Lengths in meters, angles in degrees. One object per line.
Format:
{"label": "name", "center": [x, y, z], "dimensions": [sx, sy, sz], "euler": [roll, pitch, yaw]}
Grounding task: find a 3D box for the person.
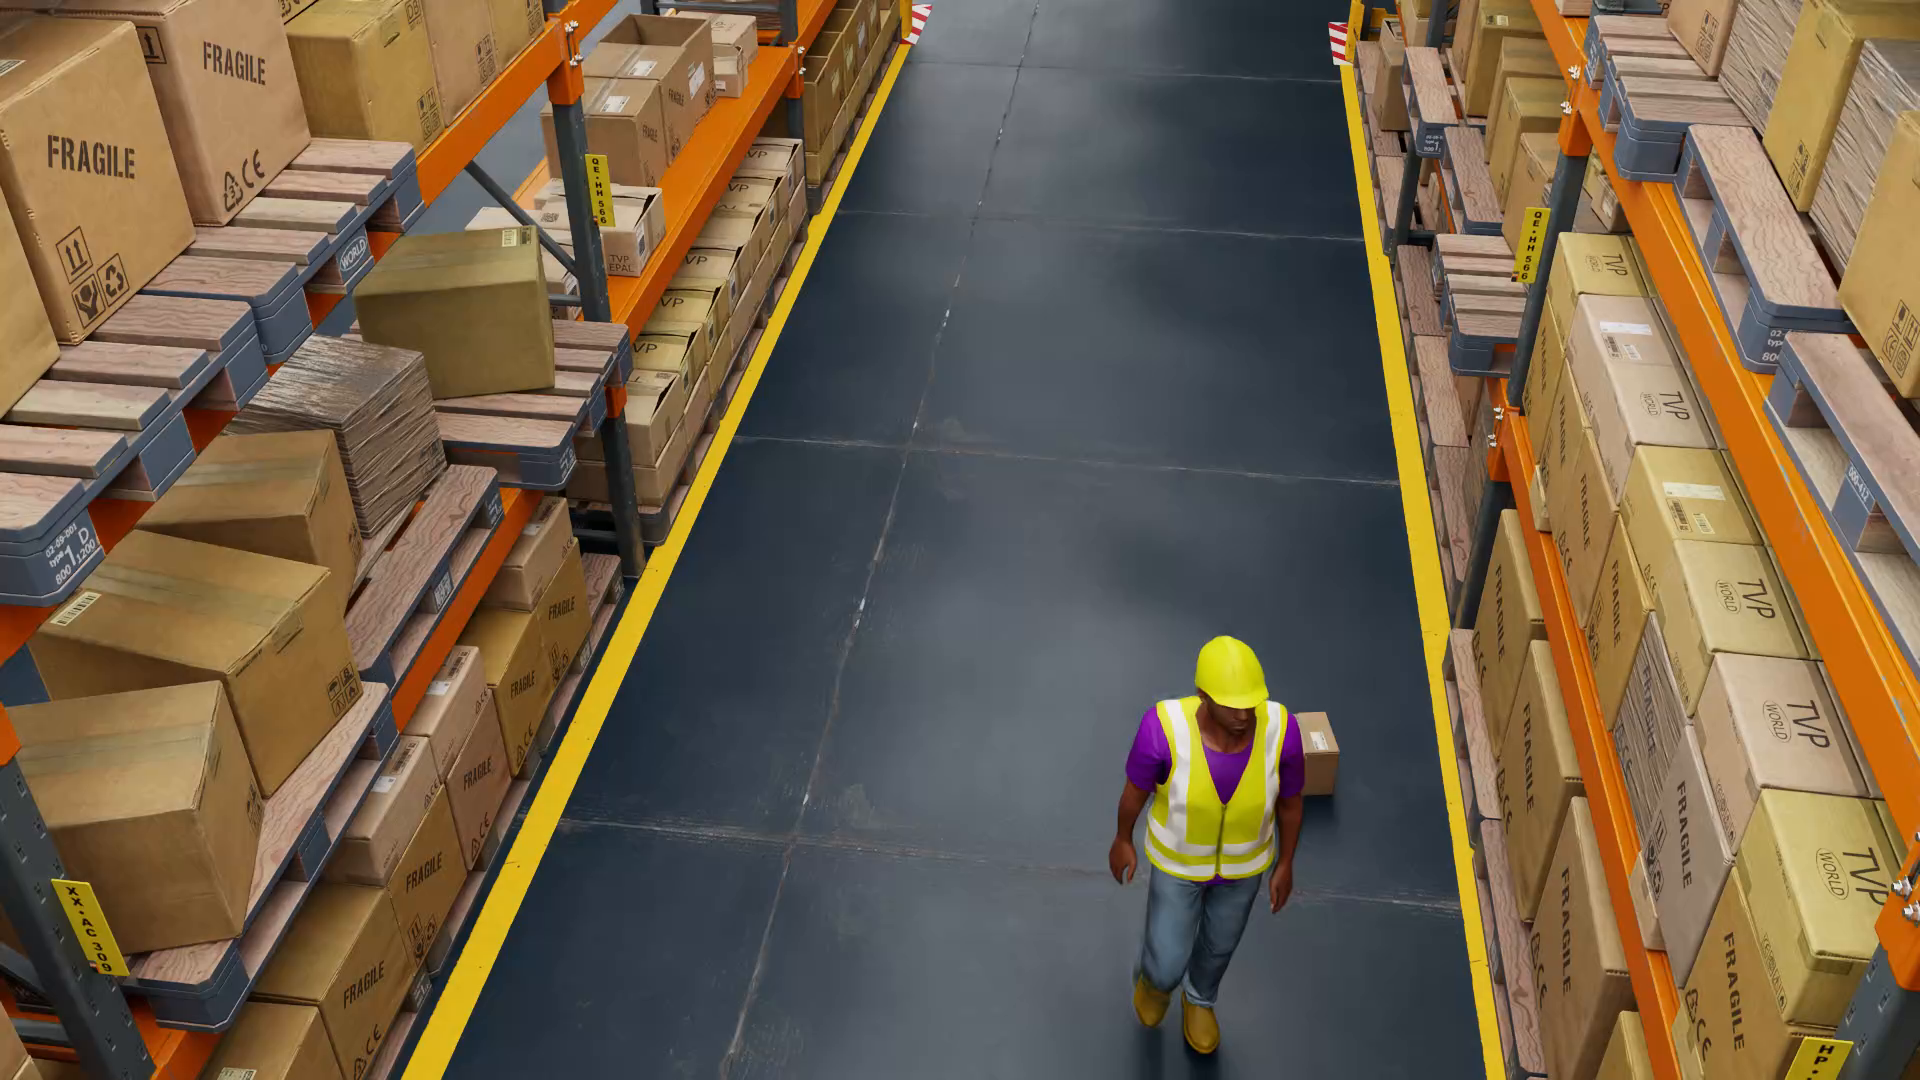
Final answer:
{"label": "person", "center": [-7.288, -3.253, 10.277], "dimensions": [15.828, 3.178, 14.058], "euler": [-2, 36, -3]}
